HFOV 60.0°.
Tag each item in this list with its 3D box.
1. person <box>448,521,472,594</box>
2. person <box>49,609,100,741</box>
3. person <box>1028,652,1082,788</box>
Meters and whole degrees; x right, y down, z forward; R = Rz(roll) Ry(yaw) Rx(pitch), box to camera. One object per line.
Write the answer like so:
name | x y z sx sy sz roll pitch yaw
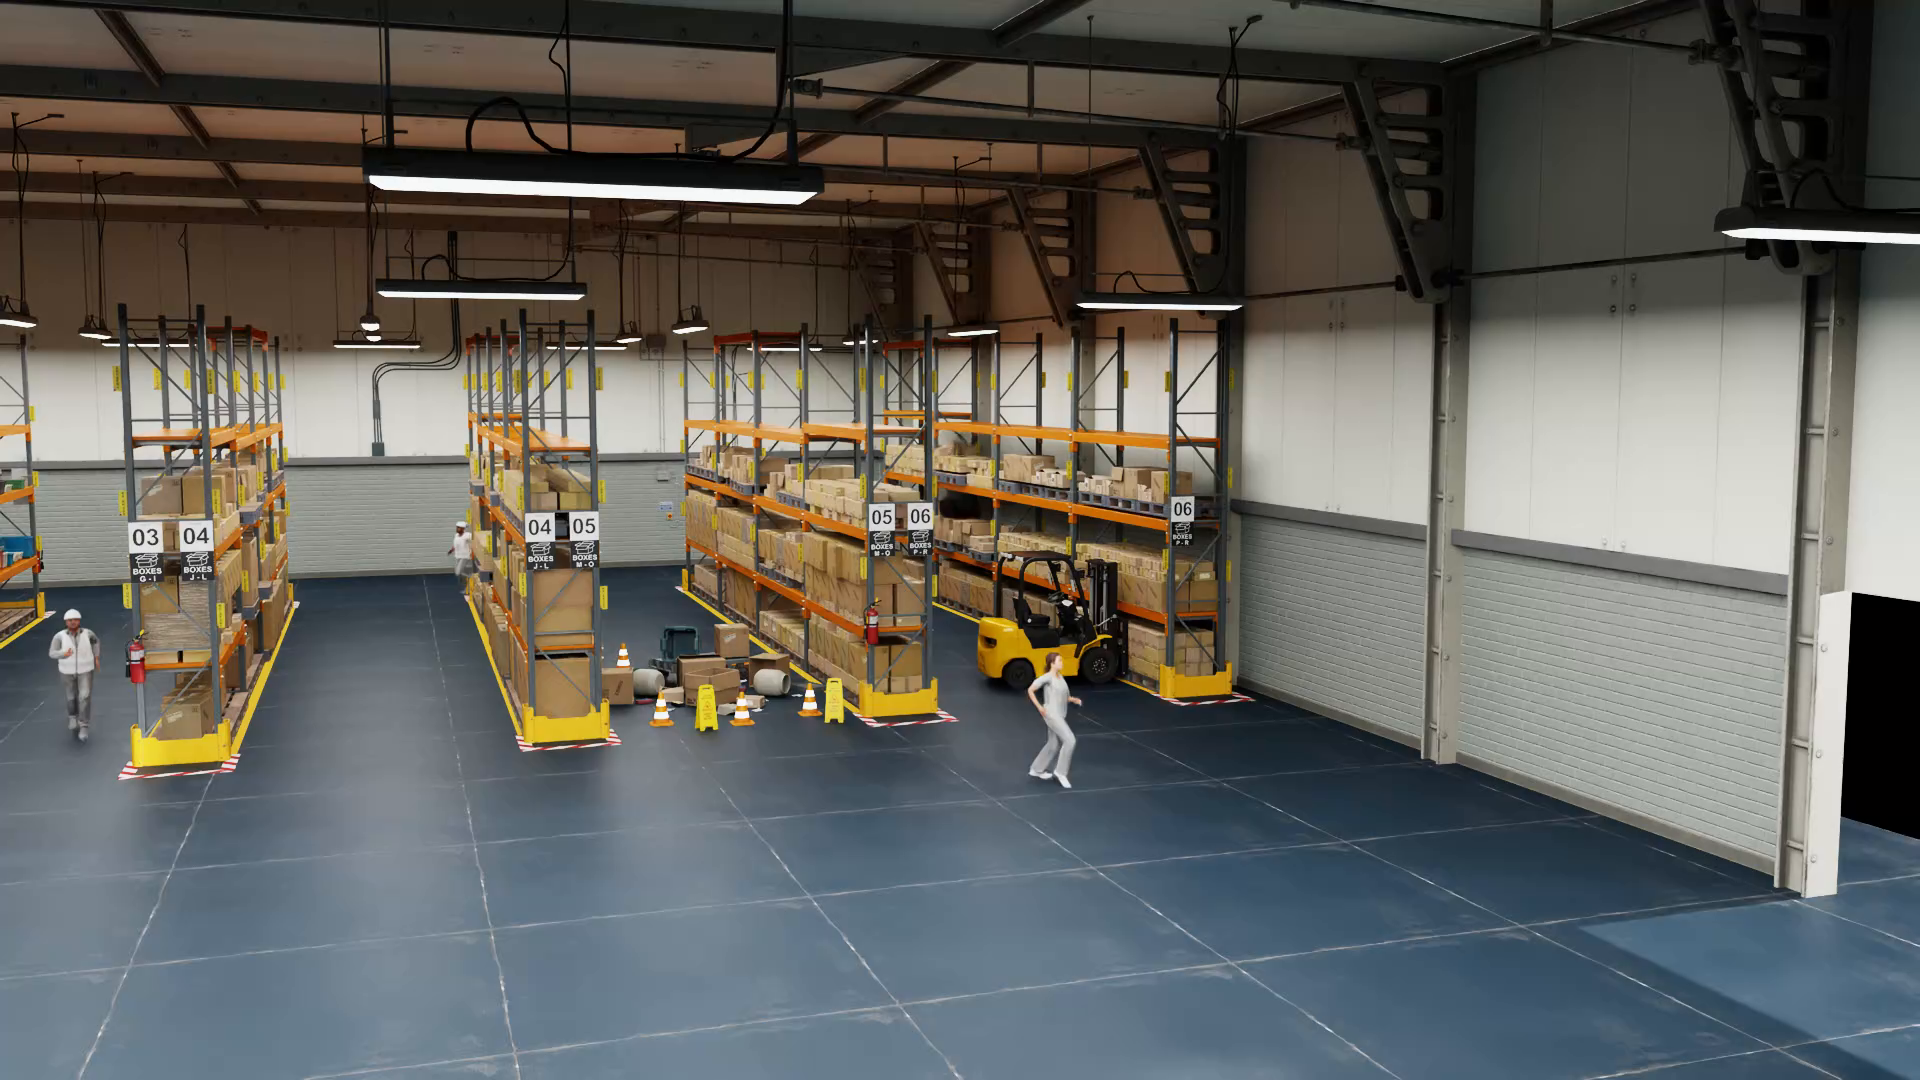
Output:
person | -11.732 0.421 39.145 0.725 1.720 0.588 4 7 36
person | -12.505 1.871 23.517 0.635 1.804 0.907 -3 6 -28
person | 1.168 2.232 20.685 0.718 1.687 0.570 3 6 28
